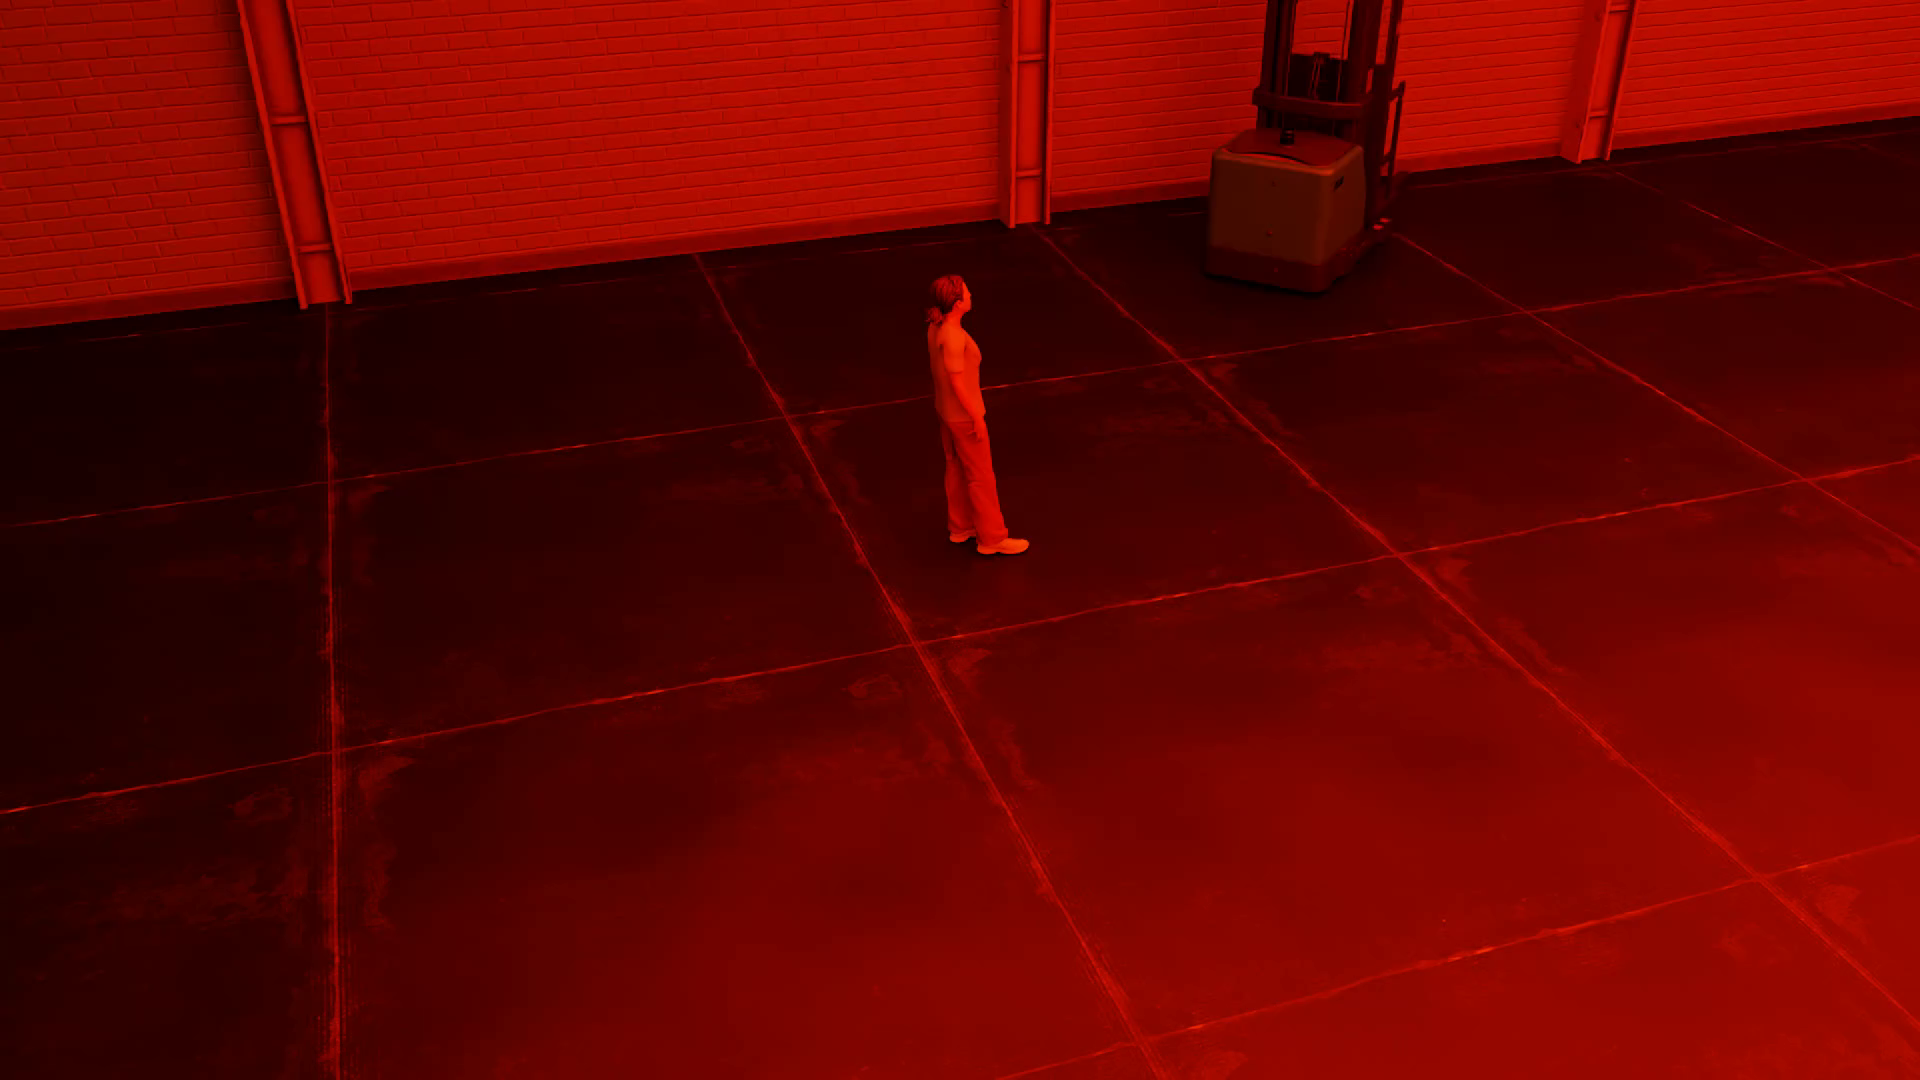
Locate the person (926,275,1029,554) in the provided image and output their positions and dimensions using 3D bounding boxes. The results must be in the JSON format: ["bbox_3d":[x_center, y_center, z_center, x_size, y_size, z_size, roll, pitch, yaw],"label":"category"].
[{"bbox_3d":[0.073,-0.739,9.615,0.549,1.675,0.553,-10,31,-16],"label":"person"}]

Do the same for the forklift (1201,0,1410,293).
[{"bbox_3d":[3.166,-3.956,13.964,1.130,2.935,3.031,16,34,25],"label":"forklift"}]
